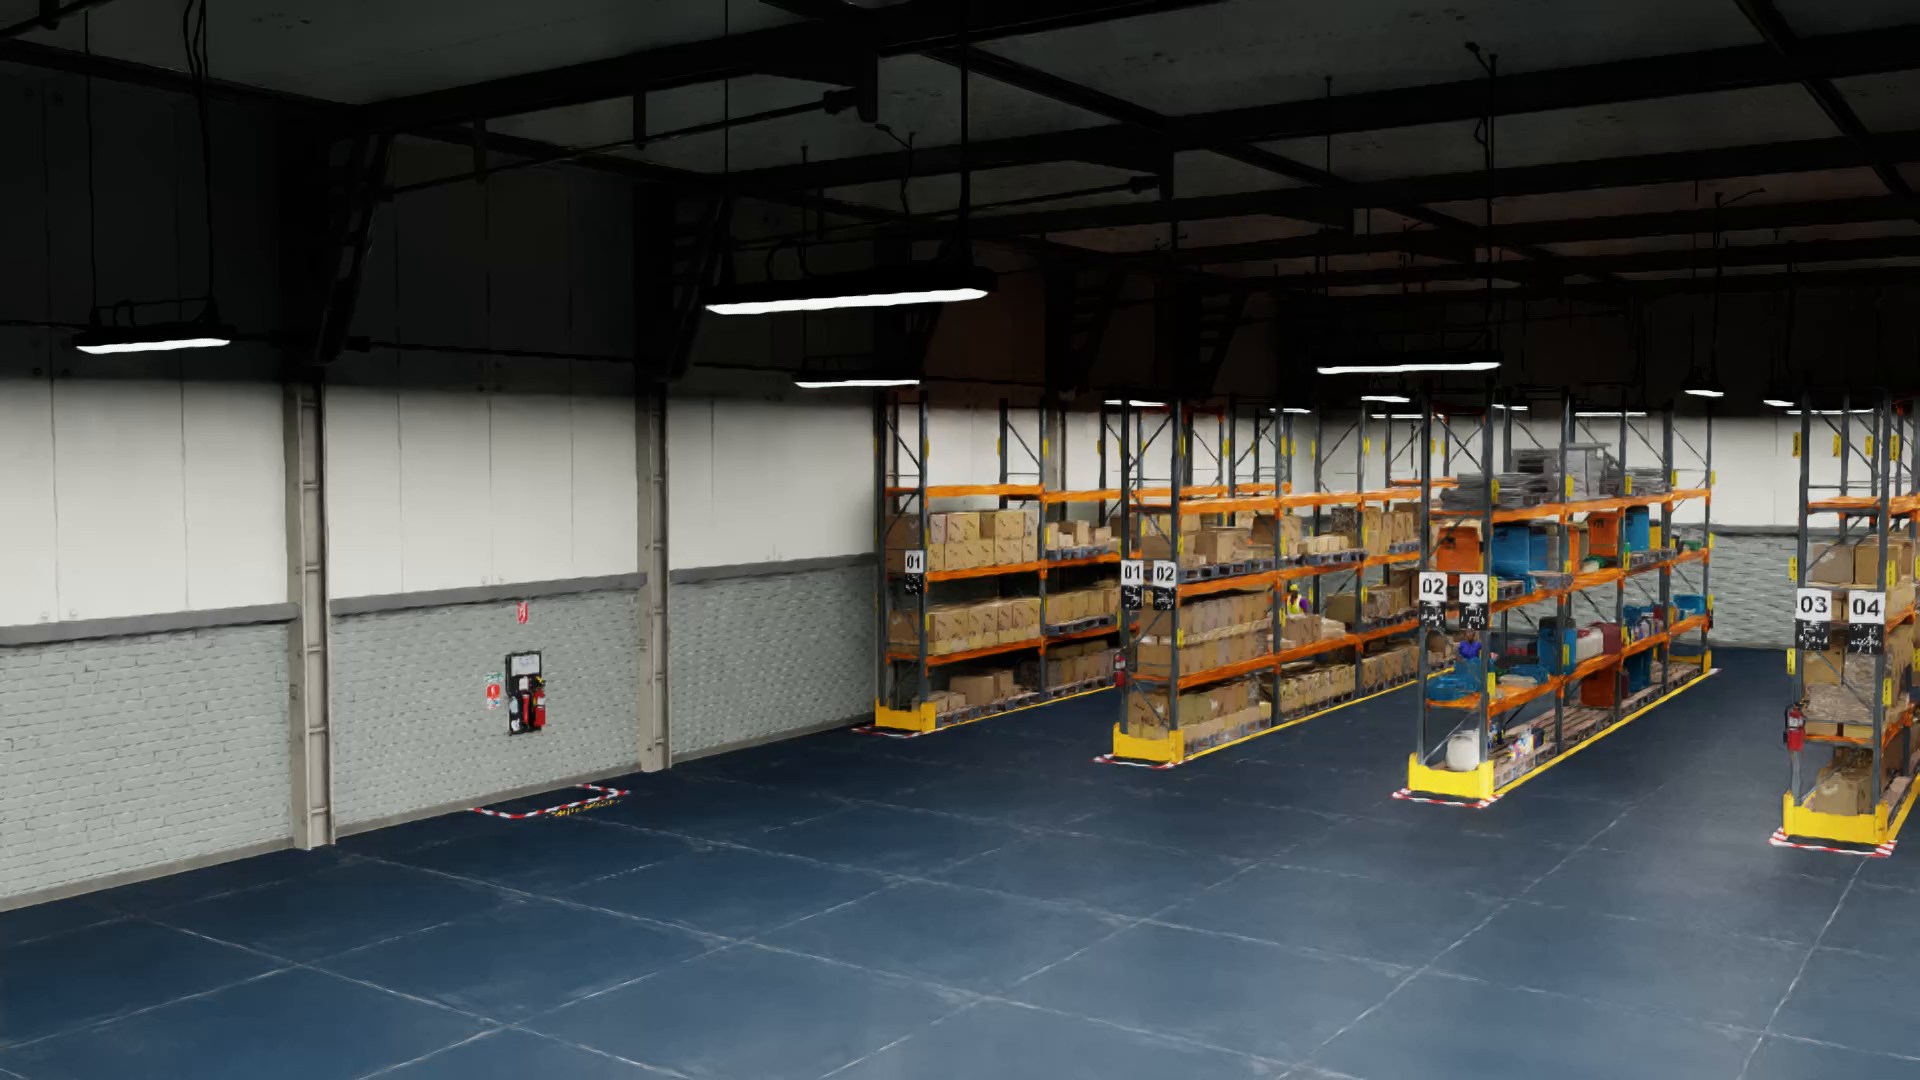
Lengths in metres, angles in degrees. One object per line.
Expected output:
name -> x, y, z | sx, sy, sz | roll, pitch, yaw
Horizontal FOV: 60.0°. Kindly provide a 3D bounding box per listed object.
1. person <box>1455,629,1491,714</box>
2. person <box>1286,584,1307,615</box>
person -> 9.710, 2.458, 31.535 | 0.603, 1.590, 0.831 | 3, 4, 40
person -> 8.113, 1.917, 40.191 | 0.591, 1.716, 1.042 | 2, 4, 33
